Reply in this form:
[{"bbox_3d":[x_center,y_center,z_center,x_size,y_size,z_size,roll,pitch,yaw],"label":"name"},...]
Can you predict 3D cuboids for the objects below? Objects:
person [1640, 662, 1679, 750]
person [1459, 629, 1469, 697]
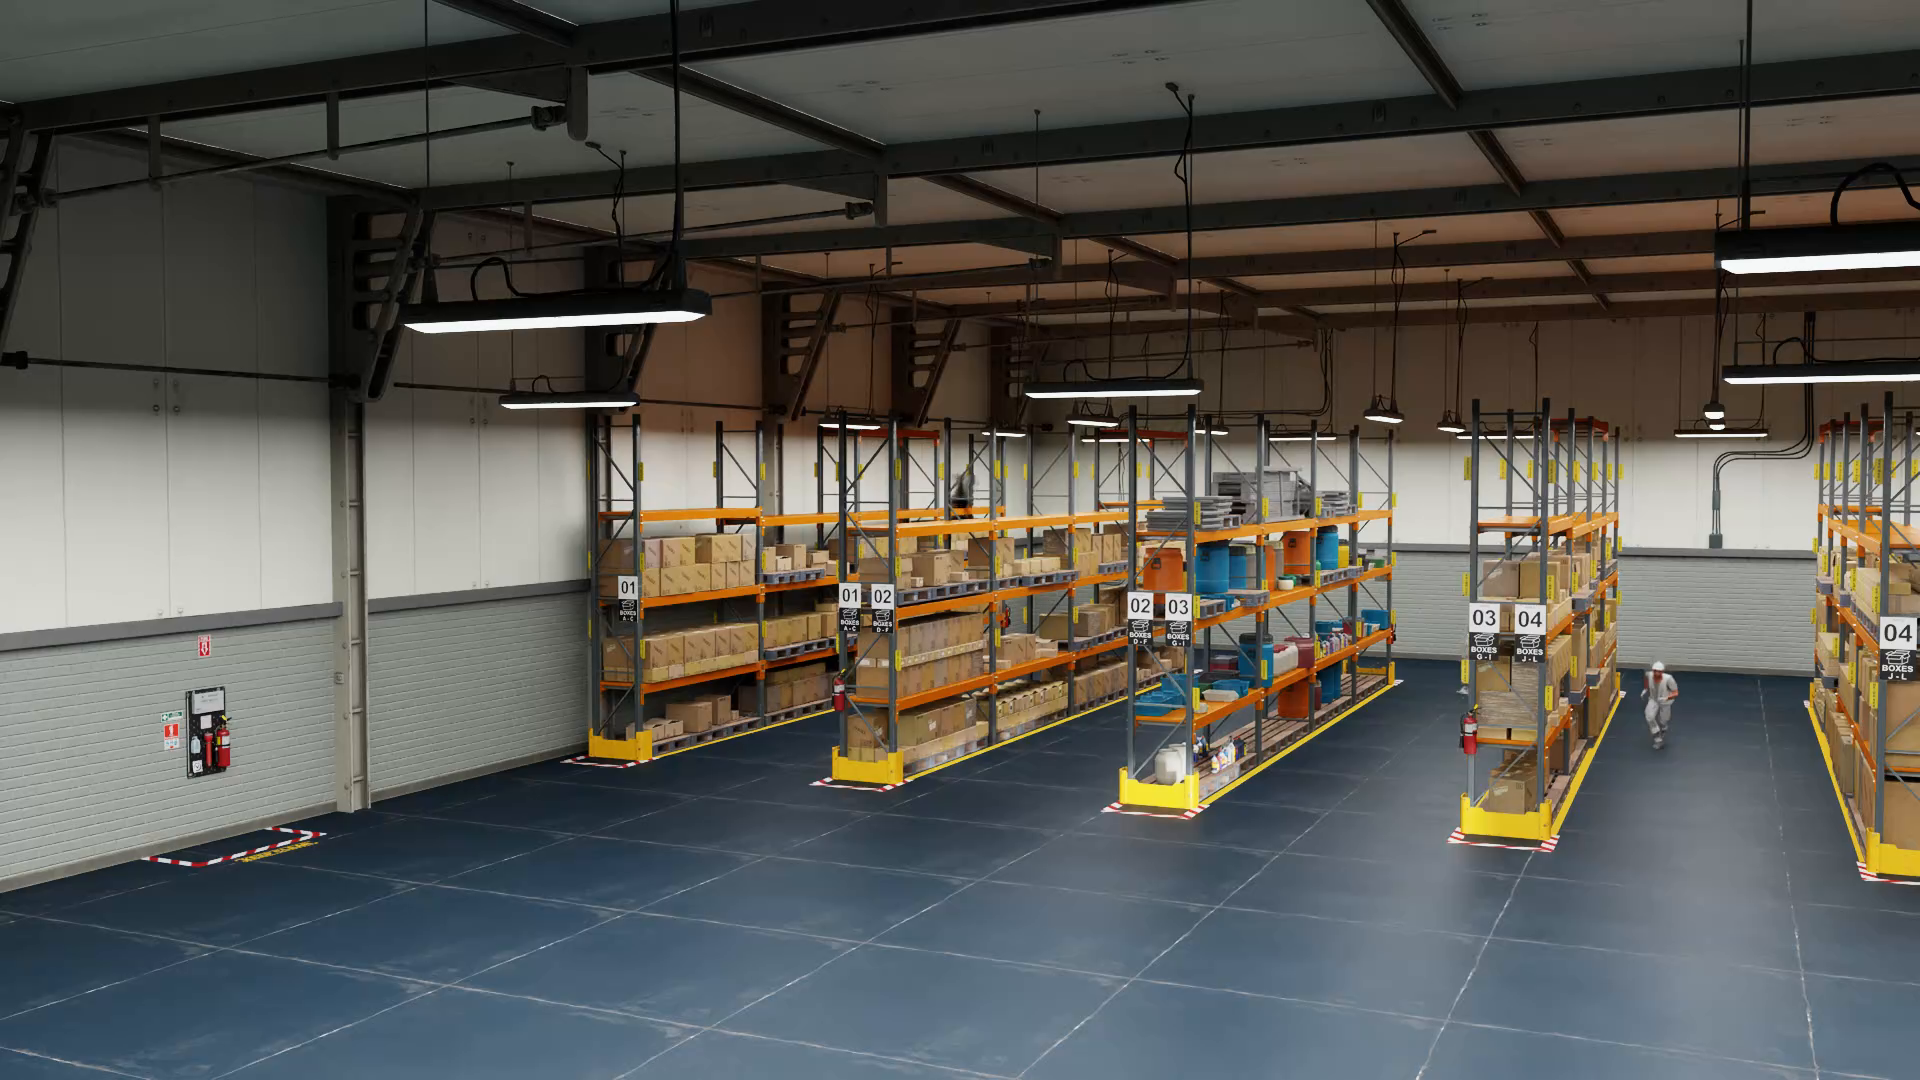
[{"bbox_3d":[12.696,2.954,30.128,0.689,1.586,1.137,2,3,34],"label":"person"},{"bbox_3d":[11.321,2.720,36.882,0.577,1.547,0.544,2,3,43],"label":"person"}]
